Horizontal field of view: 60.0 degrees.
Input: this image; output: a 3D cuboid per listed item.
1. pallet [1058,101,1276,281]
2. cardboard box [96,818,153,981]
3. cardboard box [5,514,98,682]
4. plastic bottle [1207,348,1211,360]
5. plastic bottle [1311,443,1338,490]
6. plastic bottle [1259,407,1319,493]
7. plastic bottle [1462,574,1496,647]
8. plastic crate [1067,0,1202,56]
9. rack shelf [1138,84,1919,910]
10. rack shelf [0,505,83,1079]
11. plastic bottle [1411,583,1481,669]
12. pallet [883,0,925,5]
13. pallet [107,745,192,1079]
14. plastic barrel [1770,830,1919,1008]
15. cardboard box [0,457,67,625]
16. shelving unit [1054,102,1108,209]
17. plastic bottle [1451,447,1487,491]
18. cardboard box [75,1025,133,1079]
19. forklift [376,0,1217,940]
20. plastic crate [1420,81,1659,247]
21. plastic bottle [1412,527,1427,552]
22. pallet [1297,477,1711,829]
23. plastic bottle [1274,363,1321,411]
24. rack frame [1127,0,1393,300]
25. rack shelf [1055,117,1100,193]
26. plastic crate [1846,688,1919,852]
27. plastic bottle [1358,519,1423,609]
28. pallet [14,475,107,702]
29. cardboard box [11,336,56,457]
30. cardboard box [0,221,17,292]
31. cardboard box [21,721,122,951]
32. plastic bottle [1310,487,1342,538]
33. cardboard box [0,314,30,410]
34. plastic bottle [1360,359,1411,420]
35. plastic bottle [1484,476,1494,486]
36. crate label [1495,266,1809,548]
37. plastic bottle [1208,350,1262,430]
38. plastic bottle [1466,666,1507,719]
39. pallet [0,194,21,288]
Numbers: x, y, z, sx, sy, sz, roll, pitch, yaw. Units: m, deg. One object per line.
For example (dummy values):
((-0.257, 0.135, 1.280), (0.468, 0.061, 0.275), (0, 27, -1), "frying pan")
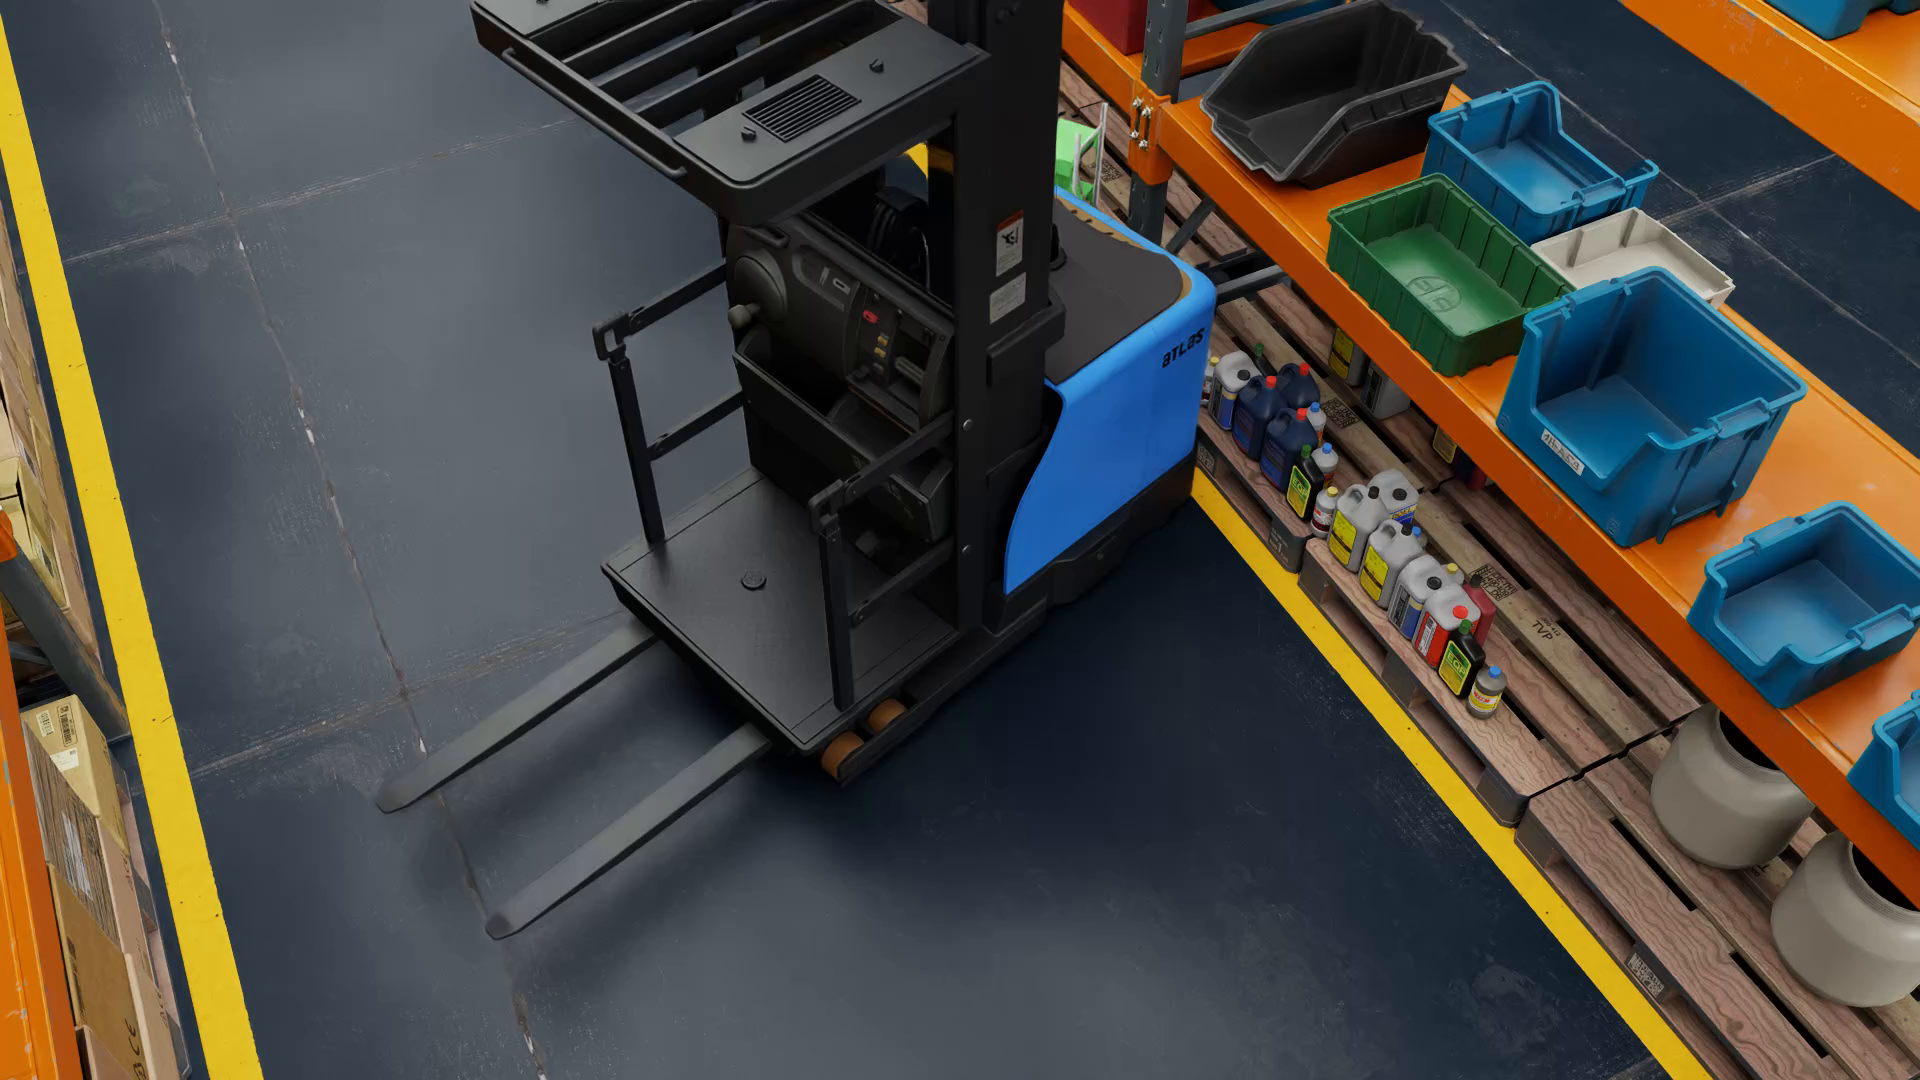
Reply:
((0.720, -1.486, 7.409), (1.003, 0.211, 1.213), (-21, 52, -18), "pallet")
((-2.665, 1.152, 4.797), (0.500, 0.250, 0.500), (-21, 52, -18), "cardboard box")
((-3.256, 0.224, 5.609), (0.500, 0.250, 0.500), (-22, 52, -18), "cardboard box")
((0.917, -0.683, 6.421), (0.097, 0.201, 0.097), (0, 49, 0), "plastic bottle")
((1.301, -0.243, 5.990), (0.097, 0.271, 0.097), (0, 49, 0), "plastic bottle")
((1.201, -0.355, 6.035), (0.144, 0.351, 0.185), (-23, 53, -19), "plastic bottle")
((1.718, 0.241, 5.558), (0.061, 0.283, 0.133), (-21, 52, -18), "plastic bottle")
((0.620, -2.131, 6.079), (0.402, 0.464, 0.583), (-21, 52, -18), "plastic crate")
((2.029, -0.316, 5.012), (1.077, 0.370, 4.000), (-21, 52, -18), "rack shelf")
((-2.377, 1.387, 3.522), (1.077, 0.370, 4.000), (-21, 52, -18), "rack shelf")
((1.623, 0.281, 5.529), (0.152, 0.276, 0.135), (-21, 52, -17), "plastic bottle")
((-0.396, -3.119, 8.838), (1.003, 0.211, 1.213), (-21, 52, -18), "pallet")
((-2.965, 1.277, 4.993), (1.003, 0.211, 1.213), (-21, 52, -18), "pallet")
((2.575, 1.052, 4.711), (0.421, 0.512, 0.421), (0, 49, 0), "plastic barrel")
((-3.260, 0.032, 5.405), (0.500, 0.311, 0.500), (-21, 52, -17), "cardboard box")
((0.247, -1.190, 6.486), (0.503, 1.200, 0.258), (22, 50, 18), "shelving unit")
((1.877, -0.319, 6.048), (0.061, 0.283, 0.133), (-21, 52, -18), "plastic bottle")
((-2.193, 1.569, 3.935), (0.500, 0.500, 0.500), (-21, 52, -18), "cardboard box")
((-0.524, -0.608, 4.835), (3.031, 2.935, 1.130), (-36, 58, -27), "forklift")
((1.862, -1.196, 5.402), (0.499, 0.251, 0.616), (-21, 52, -18), "plastic crate")
((1.568, 0.032, 5.796), (0.097, 0.201, 0.097), (0, 49, 0), "plastic bottle")
((1.947, 0.308, 5.841), (1.003, 0.211, 1.213), (-21, 52, -18), "pallet")
((1.243, -0.531, 6.189), (0.144, 0.351, 0.185), (-21, 52, -18), "plastic bottle")
((1.114, -1.892, 5.912), (1.000, 3.000, 0.127), (-21, 52, -18), "rack frame")
((0.255, -1.475, 6.183), (0.480, 0.148, 0.258), (22, 50, 18), "rack shelf")
((2.449, 0.602, 3.829), (0.499, 0.251, 0.616), (-21, 52, -18), "plastic crate")
((1.480, 0.054, 5.678), (0.144, 0.351, 0.185), (-19, 52, -16), "plastic bottle")
((-3.664, 0.250, 5.891), (1.003, 0.211, 1.213), (-21, 52, -18), "pallet")
((-3.728, -0.465, 6.211), (0.500, 0.250, 0.500), (-23, 53, -19), "cardboard box")
((-4.198, -1.149, 6.810), (0.500, 0.250, 0.500), (-20, 52, -17), "cardboard box")
((-2.667, 0.906, 4.515), (0.500, 0.500, 0.500), (-21, 52, -18), "cardboard box")
((1.310, -0.108, 5.919), (0.097, 0.201, 0.097), (0, 49, 0), "plastic bottle")
((-3.722, -0.651, 6.002), (0.500, 0.311, 0.500), (-23, 53, -19), "cardboard box")
((1.633, -0.612, 6.310), (0.152, 0.276, 0.135), (-21, 52, -18), "plastic bottle")
((1.971, -0.353, 6.084), (0.152, 0.276, 0.135), (-20, 52, -17), "plastic bottle")
((1.862, -0.365, 4.553), (0.502, 0.435, 0.616), (-21, 52, -18), "crate label")
((1.042, -0.569, 6.272), (0.152, 0.276, 0.135), (-19, 52, -16), "plastic bottle")
((1.714, 0.484, 5.401), (0.097, 0.201, 0.097), (0, 49, 0), "plastic bottle")
((-4.780, -1.383, 7.319), (1.003, 0.211, 1.213), (-21, 52, -18), "pallet")
